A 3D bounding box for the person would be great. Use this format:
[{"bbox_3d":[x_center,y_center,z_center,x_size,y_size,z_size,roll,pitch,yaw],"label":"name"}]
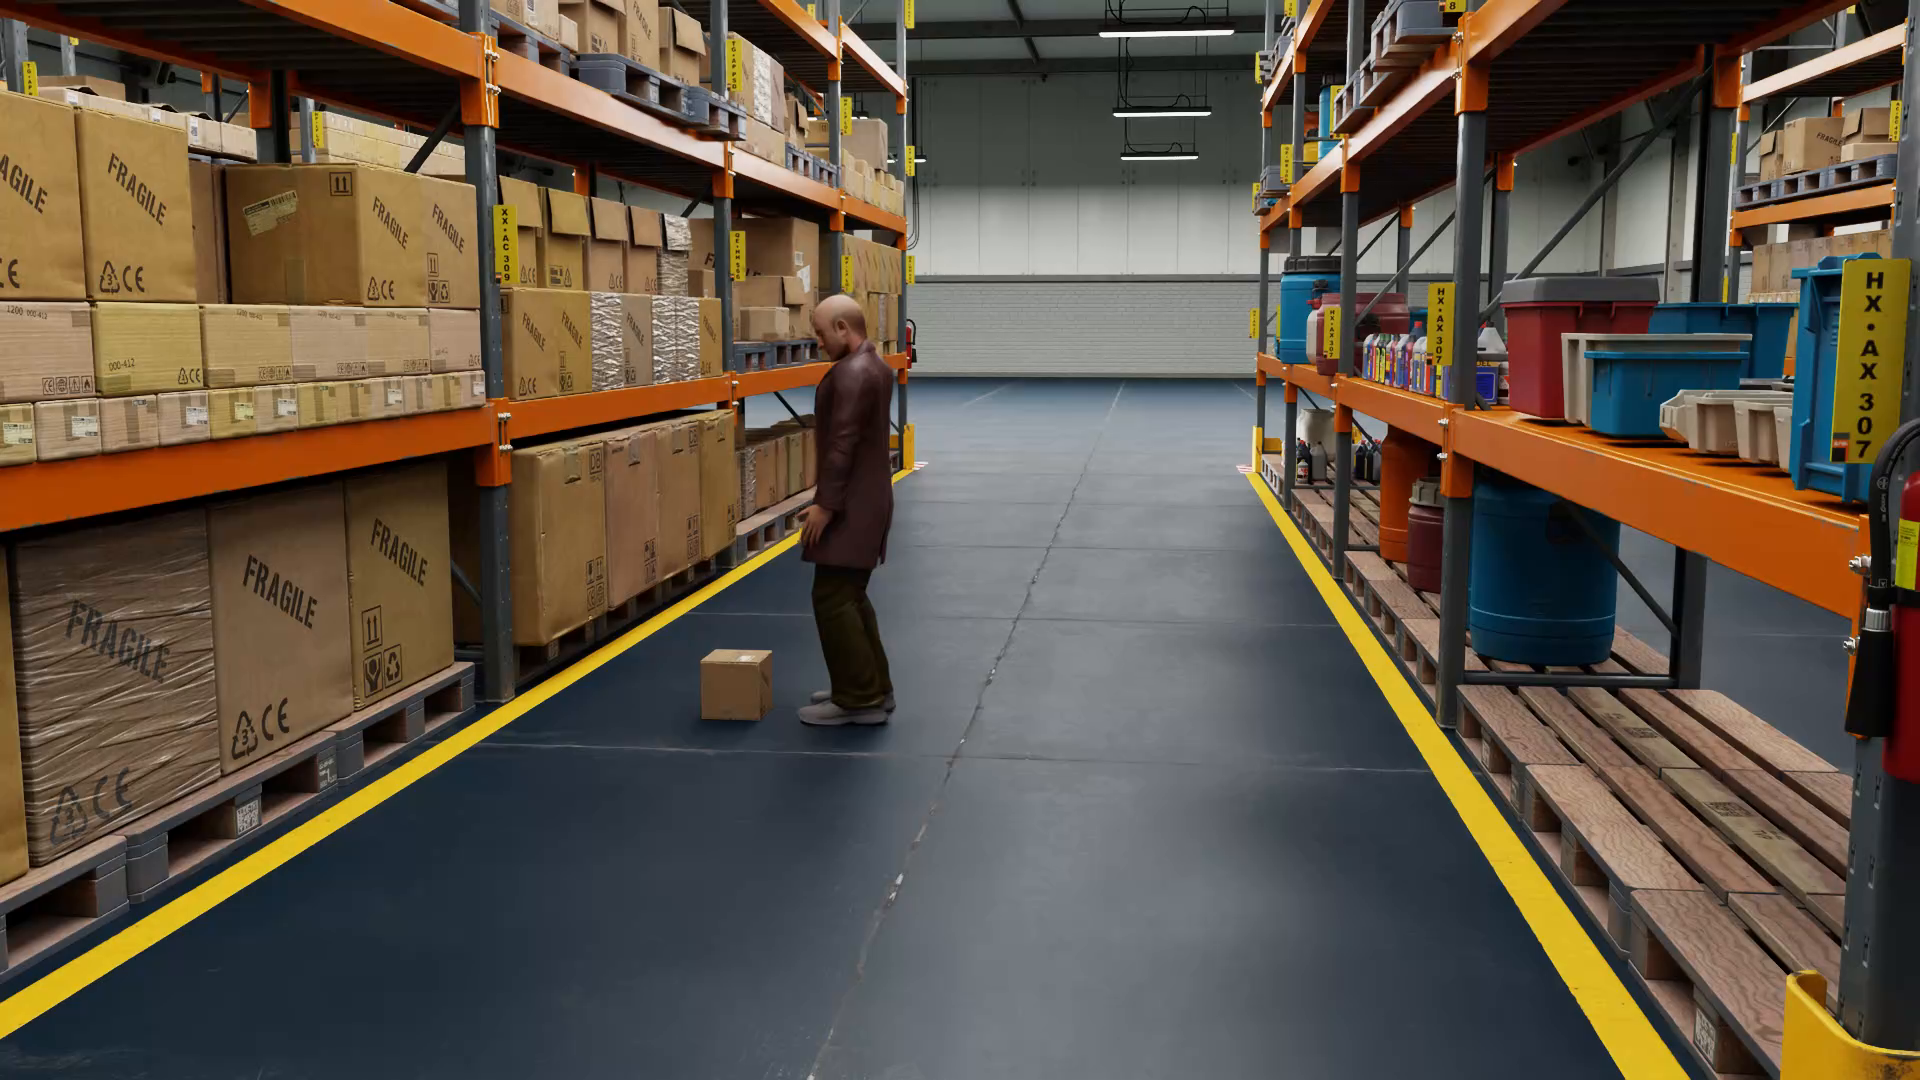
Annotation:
[{"bbox_3d":[-0.478,-0.122,6.876,0.382,1.761,0.569,1,7,7],"label":"person"}]
